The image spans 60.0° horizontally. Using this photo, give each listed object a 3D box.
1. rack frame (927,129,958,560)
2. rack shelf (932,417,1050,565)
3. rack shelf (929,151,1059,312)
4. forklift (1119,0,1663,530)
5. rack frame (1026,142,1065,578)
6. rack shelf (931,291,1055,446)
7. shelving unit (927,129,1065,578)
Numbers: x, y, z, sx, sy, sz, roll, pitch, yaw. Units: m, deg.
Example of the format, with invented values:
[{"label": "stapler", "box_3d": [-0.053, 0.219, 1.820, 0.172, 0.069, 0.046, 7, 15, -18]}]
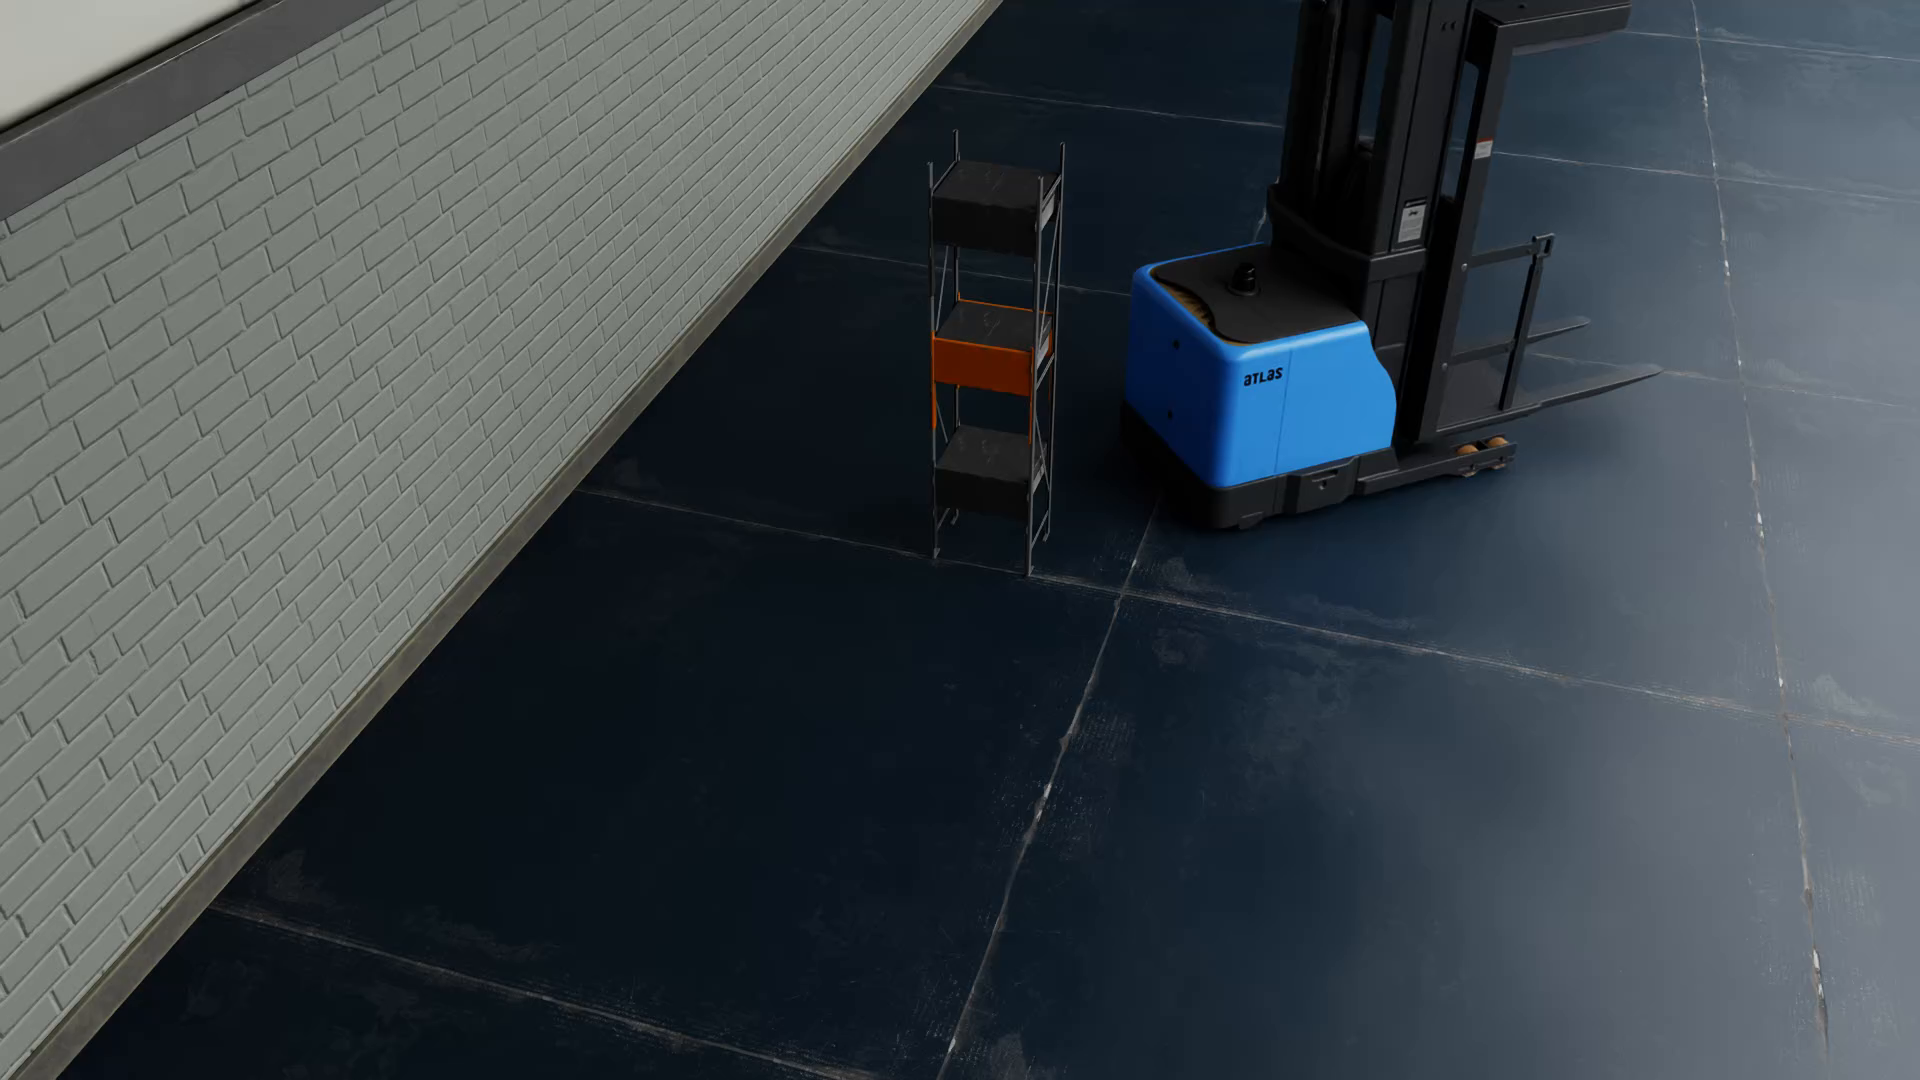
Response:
[{"label": "rack frame", "box_3d": [-0.075, -0.860, 7.831, 0.015, 2.100, 0.400, 10, 38, 14]}, {"label": "rack shelf", "box_3d": [0.158, -0.242, 8.196, 0.480, 0.518, 0.431, 10, 38, 14]}, {"label": "rack shelf", "box_3d": [0.158, -1.369, 7.366, 0.480, 0.518, 0.431, 10, 38, 14]}, {"label": "forklift", "box_3d": [2.437, -1.794, 8.399, 3.031, 2.935, 1.130, -14, 39, -18]}, {"label": "rack frame", "box_3d": [0.391, -0.773, 7.714, 0.015, 2.100, 0.400, 10, 38, 14]}, {"label": "rack shelf", "box_3d": [0.158, -0.805, 7.781, 0.480, 0.518, 0.431, 10, 38, 14]}, {"label": "shelving unit", "box_3d": [0.158, -0.816, 7.773, 0.503, 2.100, 0.431, 10, 38, 14]}]
